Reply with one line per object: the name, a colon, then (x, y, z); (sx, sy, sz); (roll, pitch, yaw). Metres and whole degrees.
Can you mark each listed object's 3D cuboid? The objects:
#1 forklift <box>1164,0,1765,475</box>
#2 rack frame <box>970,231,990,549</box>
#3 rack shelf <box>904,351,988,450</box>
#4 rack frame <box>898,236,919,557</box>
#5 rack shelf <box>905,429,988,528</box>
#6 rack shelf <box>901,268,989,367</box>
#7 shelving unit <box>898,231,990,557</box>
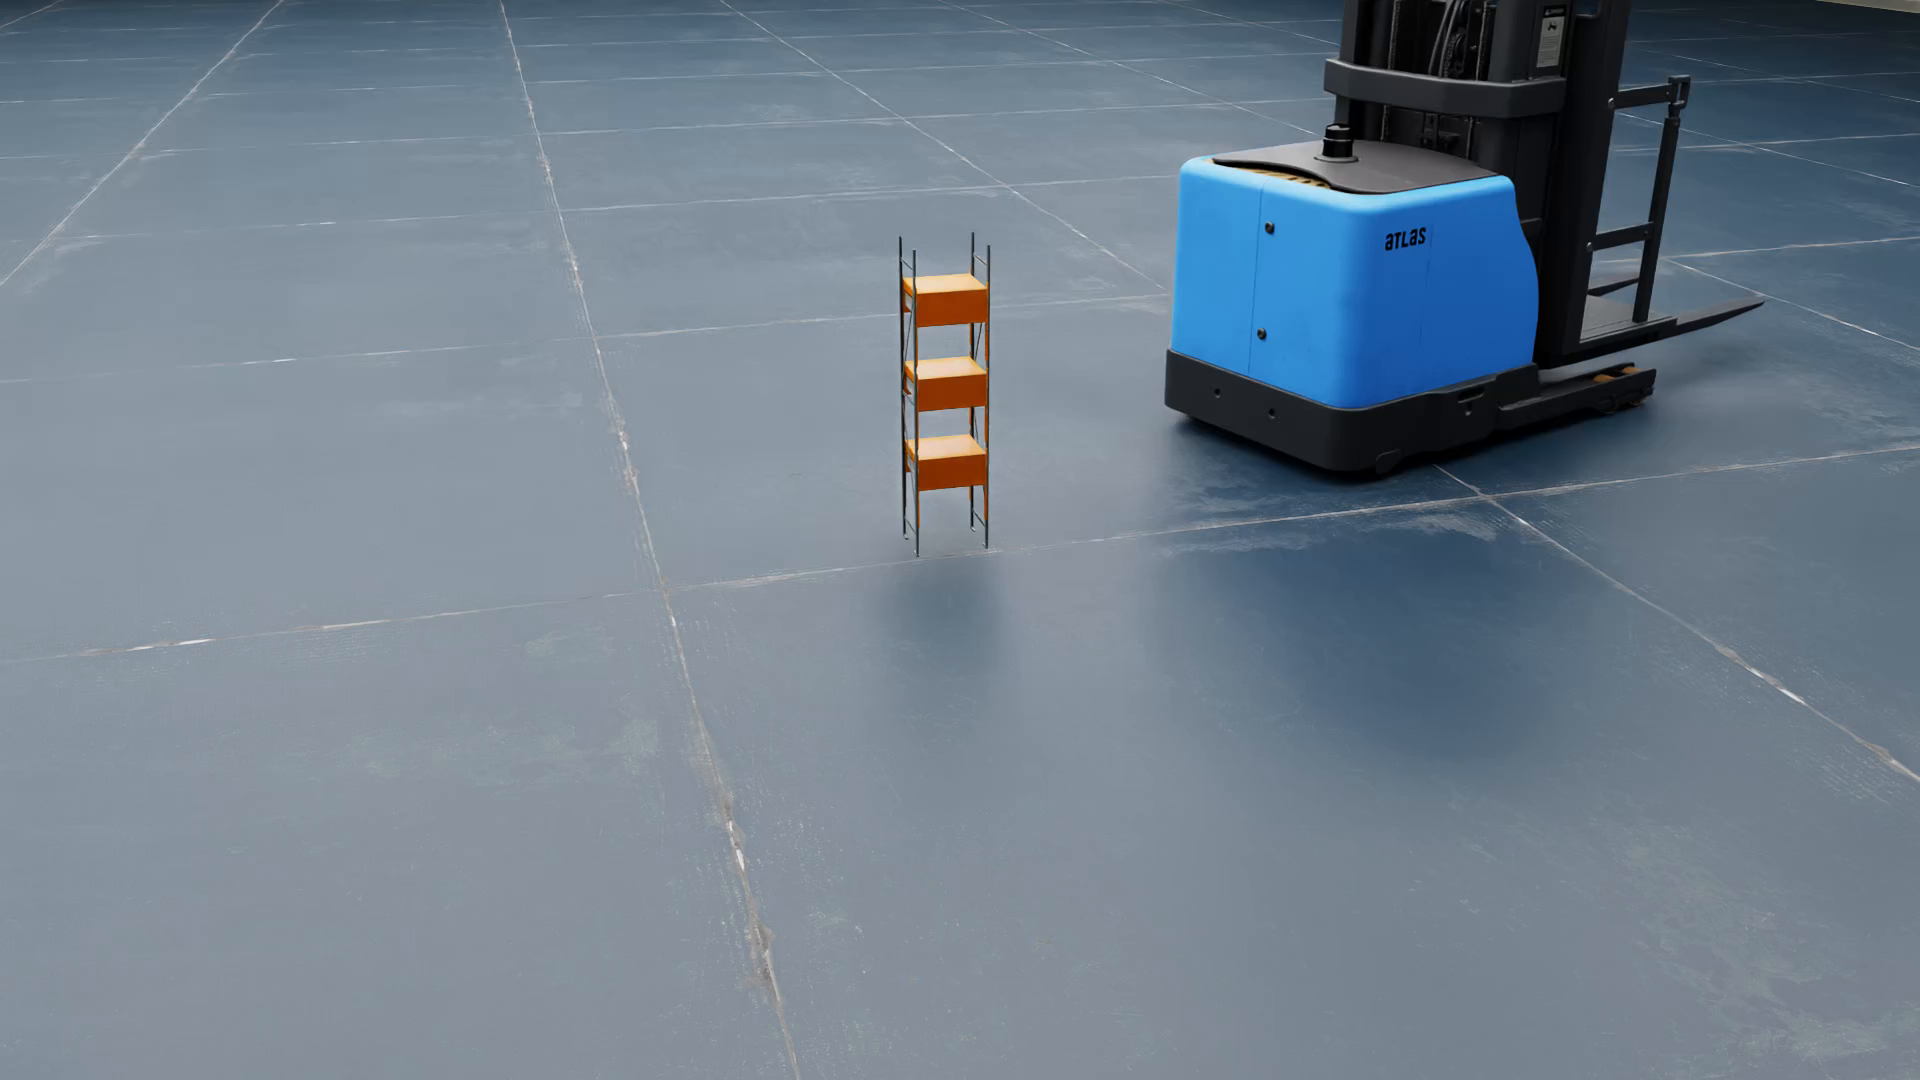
forklift: (2.345, -2.029, 6.761); (3.031, 2.935, 1.130); (-15, 28, -32)
rack frame: (0.066, -0.490, 5.560); (0.008, 1.050, 0.200); (-6, 24, -14)
rack shelf: (-0.052, -0.467, 5.534); (0.240, 0.259, 0.215); (-6, 24, -14)
rack frame: (-0.169, -0.464, 5.499); (0.008, 1.050, 0.200); (-6, 24, -14)
rack shelf: (-0.052, -0.212, 5.643); (0.240, 0.259, 0.215); (-6, 24, -14)
rack shelf: (-0.052, -0.728, 5.422); (0.240, 0.259, 0.215); (-6, 24, -14)
shelving unit: (-0.052, -0.477, 5.530); (0.252, 1.050, 0.215); (-6, 24, -14)
